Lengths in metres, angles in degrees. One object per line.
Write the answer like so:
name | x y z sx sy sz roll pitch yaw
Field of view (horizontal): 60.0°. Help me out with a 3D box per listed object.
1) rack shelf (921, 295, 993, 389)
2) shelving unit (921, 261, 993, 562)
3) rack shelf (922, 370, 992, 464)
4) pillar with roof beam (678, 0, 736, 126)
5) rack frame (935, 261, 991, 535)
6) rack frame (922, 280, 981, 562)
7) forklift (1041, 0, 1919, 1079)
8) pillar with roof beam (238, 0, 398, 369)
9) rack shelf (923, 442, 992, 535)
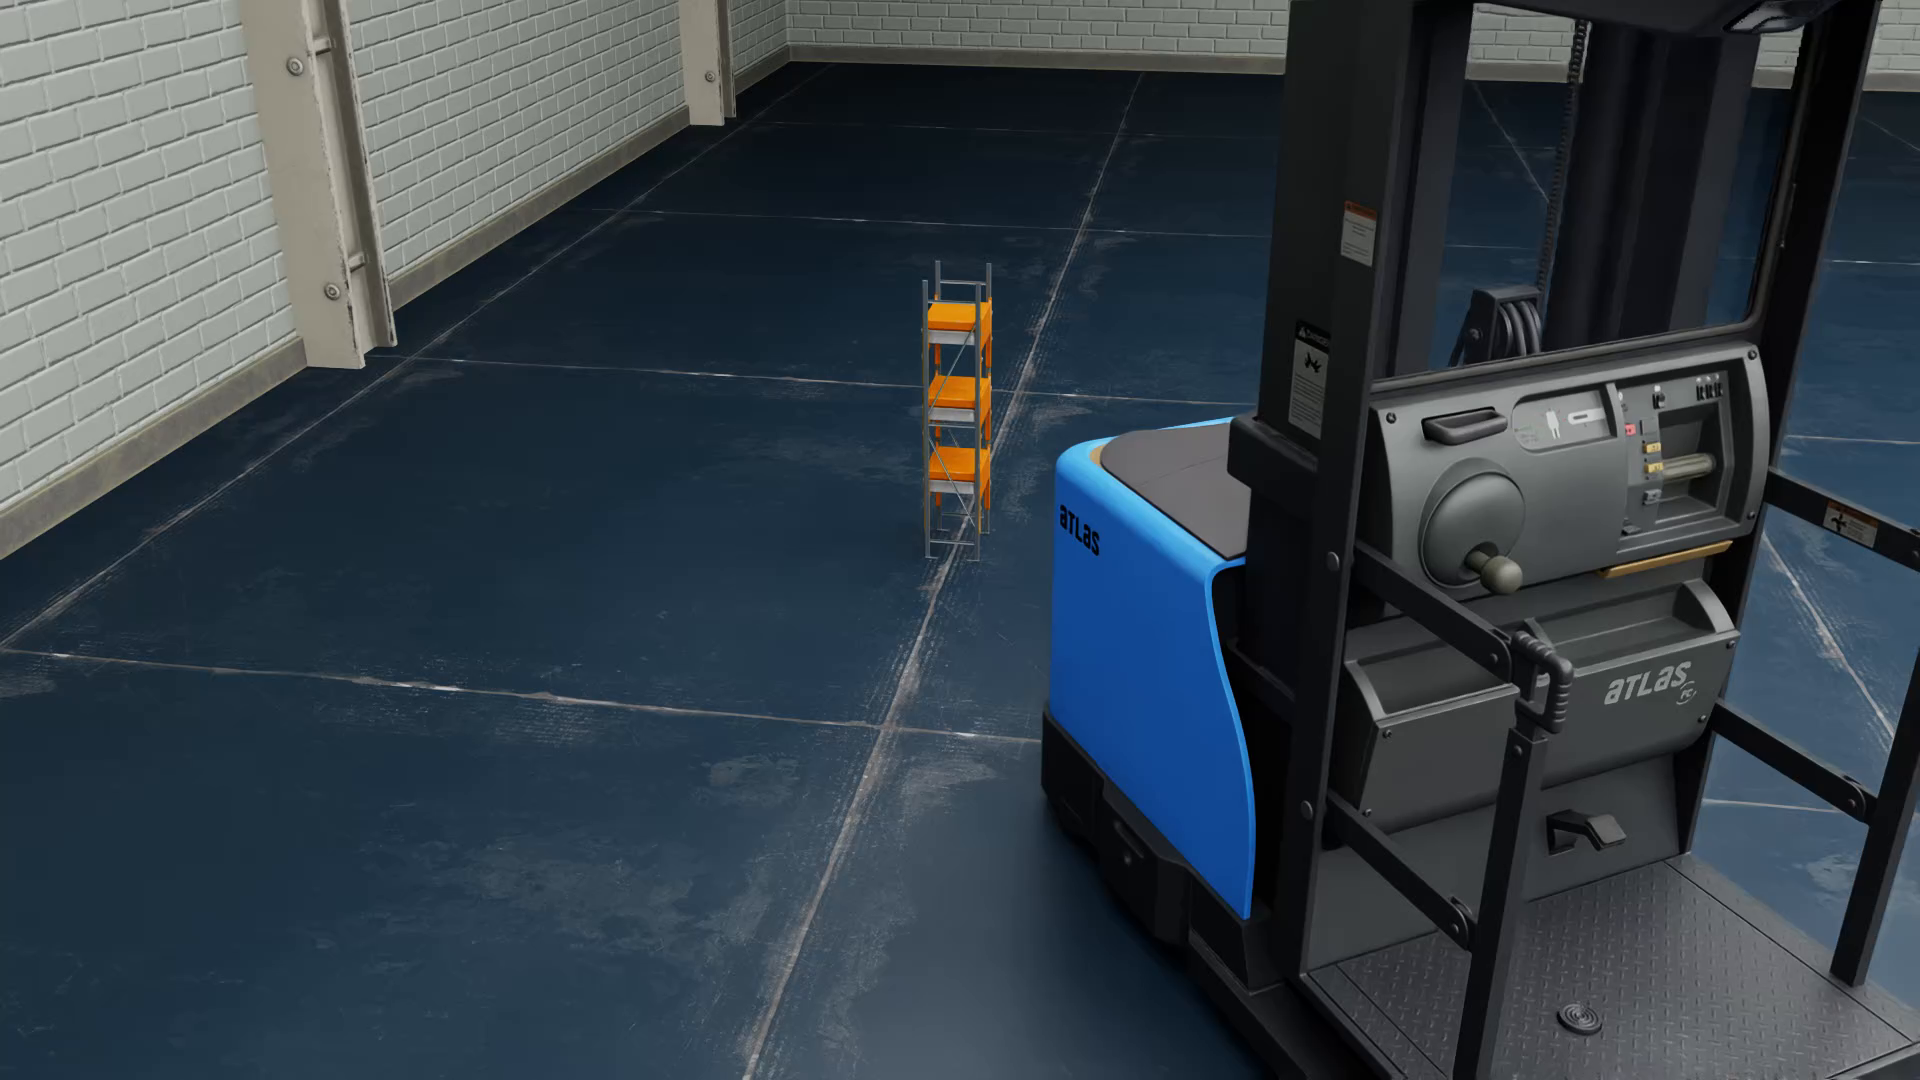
rack shelf | -0.009 -0.701 5.864 0.215 0.259 0.240 4 25 9
shelving unit | -0.009 -0.453 5.980 0.215 1.050 0.252 4 25 9
rack shelf | -0.009 -0.444 5.984 0.215 0.259 0.240 4 25 9
pillar with roof beam | 2.219 -7.203 11.024 9.100 9.000 0.400 4 25 9
rack frame | 0.011 -0.504 6.089 0.200 1.050 0.008 4 25 9
rack frame | -0.029 -0.402 5.871 0.200 1.050 0.008 4 25 9
forklift | 1.282 -0.109 3.025 1.130 2.935 3.031 -11 27 -21
pillar with roof beam | 1.238 -4.694 5.663 9.100 9.000 0.400 4 25 9
rack shelf | -0.009 -0.192 6.102 0.215 0.259 0.240 4 25 9
